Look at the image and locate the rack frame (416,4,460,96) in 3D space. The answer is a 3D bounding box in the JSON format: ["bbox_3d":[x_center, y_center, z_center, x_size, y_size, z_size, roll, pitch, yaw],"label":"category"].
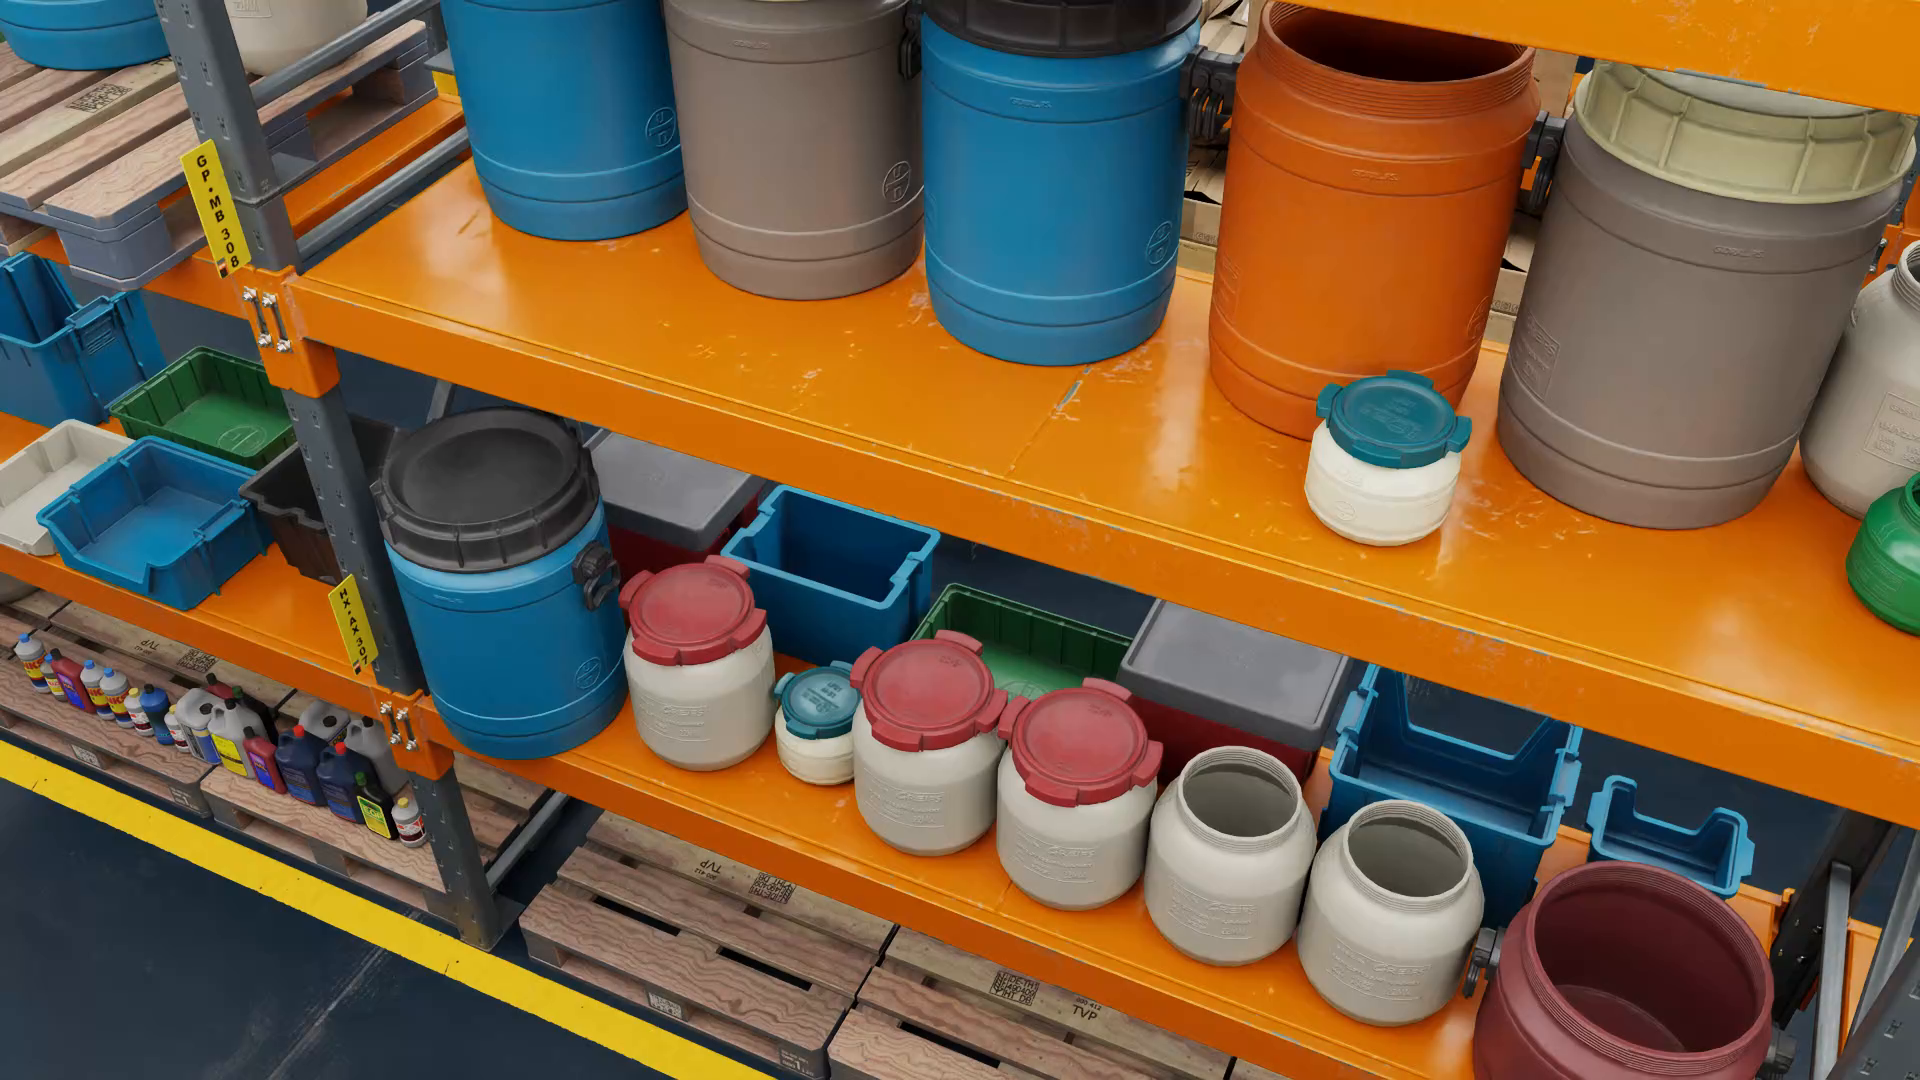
[{"bbox_3d":[-3.050,-4.016,9.977,0.127,3.000,1.000,17,44,19],"label":"rack frame"}]

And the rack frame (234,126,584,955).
[{"bbox_3d":[-1.523,0.030,5.309,0.127,3.000,1.000,17,44,19],"label":"rack frame"}]

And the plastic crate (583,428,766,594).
[{"bbox_3d":[-0.955,-0.041,5.342,0.583,0.464,0.402,17,44,19],"label":"plastic crate"}]

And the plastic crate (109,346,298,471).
[{"bbox_3d":[-2.634,-0.433,6.005,0.662,0.188,0.450,17,44,19],"label":"plastic crate"}]

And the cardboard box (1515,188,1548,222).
[{"bbox_3d":[2.908,-1.735,8.696,0.500,0.311,0.500,16,43,17],"label":"cardboard box"}]

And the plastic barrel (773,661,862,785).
[{"bbox_3d":[-0.388,0.540,4.826,0.301,0.262,0.301,0,41,0],"label":"plastic barrel"}]

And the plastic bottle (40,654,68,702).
[{"bbox_3d":[-3.543,0.530,6.533,0.097,0.201,0.097,0,41,0],"label":"plastic bottle"}]

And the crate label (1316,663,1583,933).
[{"bbox_3d":[1.316,0.689,4.522,0.616,0.435,0.502,17,44,19],"label":"crate label"}]

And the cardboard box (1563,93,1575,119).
[{"bbox_3d":[3.020,-2.026,7.873,0.250,0.149,0.380,20,45,22],"label":"cardboard box"}]

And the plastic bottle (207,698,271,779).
[{"bbox_3d":[-2.695,0.715,6.205,0.185,0.351,0.144,17,44,18],"label":"plastic bottle"}]

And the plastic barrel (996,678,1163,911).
[{"bbox_3d":[0.308,0.697,4.436,0.433,0.535,0.433,0,41,0],"label":"plastic barrel"}]

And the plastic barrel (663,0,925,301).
[{"bbox_3d":[-0.377,-1.099,3.939,0.600,0.901,0.600,0,41,0],"label":"plastic barrel"}]

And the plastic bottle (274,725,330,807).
[{"bbox_3d":[-2.402,0.805,6.102,0.185,0.351,0.144,15,43,17],"label":"plastic bottle"}]

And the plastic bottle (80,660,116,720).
[{"bbox_3d":[-3.326,0.569,6.434,0.097,0.271,0.097,0,41,0],"label":"plastic bottle"}]

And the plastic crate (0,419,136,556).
[{"bbox_3d":[-3.101,-0.169,5.740,0.437,0.136,0.530,17,44,19],"label":"plastic crate"}]

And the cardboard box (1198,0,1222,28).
[{"bbox_3d":[1.040,-2.741,8.621,0.500,0.250,0.500,20,45,21],"label":"cardboard box"}]

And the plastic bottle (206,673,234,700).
[{"bbox_3d":[-2.796,0.630,6.355,0.133,0.283,0.061,17,44,19],"label":"plastic bottle"}]

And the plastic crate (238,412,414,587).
[{"bbox_3d":[-1.943,-0.167,5.583,0.504,0.338,0.767,17,44,19],"label":"plastic crate"}]

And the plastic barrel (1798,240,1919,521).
[{"bbox_3d":[1.950,-0.305,3.321,0.421,0.512,0.421,0,41,0],"label":"plastic barrel"}]

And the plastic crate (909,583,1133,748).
[{"bbox_3d":[0.175,0.425,5.015,0.662,0.188,0.450,17,44,19],"label":"plastic crate"}]

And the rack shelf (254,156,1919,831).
[{"bbox_3d":[0.290,-0.277,3.923,4.000,0.370,1.077,17,44,19],"label":"rack shelf"}]

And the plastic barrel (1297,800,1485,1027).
[{"bbox_3d":[1.080,0.938,4.176,0.421,0.512,0.421,0,41,0],"label":"plastic barrel"}]

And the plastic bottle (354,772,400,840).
[{"bbox_3d":[-2.098,0.953,5.982,0.133,0.283,0.061,19,44,21],"label":"plastic bottle"}]

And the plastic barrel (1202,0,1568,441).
[{"bbox_3d":[0.857,-0.695,3.527,0.708,0.830,0.600,17,44,19],"label":"plastic barrel"}]

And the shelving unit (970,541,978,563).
[{"bbox_3d":[0.007,-0.338,7.337,0.210,0.900,0.258,17,44,19],"label":"shelving unit"}]

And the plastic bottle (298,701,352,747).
[{"bbox_3d":[-2.362,0.738,6.236,0.135,0.276,0.152,17,44,19],"label":"plastic bottle"}]

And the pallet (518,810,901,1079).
[{"bbox_3d":[-0.795,1.279,5.998,1.213,0.211,1.003,17,44,19],"label":"pallet"}]

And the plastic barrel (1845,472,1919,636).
[{"bbox_3d":[1.857,0.025,3.143,0.294,0.245,0.294,0,41,0],"label":"plastic barrel"}]

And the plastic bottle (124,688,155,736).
[{"bbox_3d":[-3.145,0.651,6.393,0.097,0.201,0.097,0,41,0],"label":"plastic bottle"}]

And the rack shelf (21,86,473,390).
[{"bbox_3d":[-3.335,-1.385,5.201,4.000,0.370,1.077,17,44,19],"label":"rack shelf"}]

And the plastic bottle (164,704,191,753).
[{"bbox_3d":[-2.959,0.708,6.328,0.097,0.201,0.097,0,41,0],"label":"plastic bottle"}]

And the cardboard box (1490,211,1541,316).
[{"bbox_3d":[2.691,-1.413,8.324,0.500,0.311,0.500,17,44,18],"label":"cardboard box"}]

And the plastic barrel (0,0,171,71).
[{"bbox_3d":[-2.380,-1.790,4.416,0.708,0.901,0.600,17,44,19],"label":"plastic barrel"}]

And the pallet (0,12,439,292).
[{"bbox_3d":[-2.218,-1.173,4.552,1.003,0.211,1.213,17,44,19],"label":"pallet"}]

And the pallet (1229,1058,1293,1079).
[{"bbox_3d":[1.416,1.954,5.218,1.213,0.211,1.003,17,44,19],"label":"pallet"}]

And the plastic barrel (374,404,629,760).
[{"bbox_3d":[-1.301,0.128,4.814,0.708,0.901,0.600,17,44,19],"label":"plastic barrel"}]

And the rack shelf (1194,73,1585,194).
[{"bbox_3d":[2.387,-2.083,8.296,4.000,0.370,1.077,17,44,19],"label":"rack shelf"}]

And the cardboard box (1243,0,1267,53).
[{"bbox_3d":[1.741,-2.578,8.242,0.500,0.500,0.500,20,45,22],"label":"cardboard box"}]

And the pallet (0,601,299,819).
[{"bbox_3d":[-3.223,0.536,6.854,1.213,0.211,1.003,17,44,19],"label":"pallet"}]

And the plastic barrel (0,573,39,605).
[{"bbox_3d":[-4.065,-0.020,6.946,0.421,0.512,0.421,0,41,0],"label":"plastic barrel"}]

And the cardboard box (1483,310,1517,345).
[{"bbox_3d":[2.697,-1.203,8.511,0.500,0.250,0.500,18,44,20],"label":"cardboard box"}]

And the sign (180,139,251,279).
[{"bbox_3d":[-1.765,-0.783,3.950,0.005,0.325,0.100,17,44,19],"label":"sign"}]

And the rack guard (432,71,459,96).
[{"bbox_3d":[-3.072,-3.078,10.804,0.348,0.500,1.175,17,44,19],"label":"rack guard"}]
